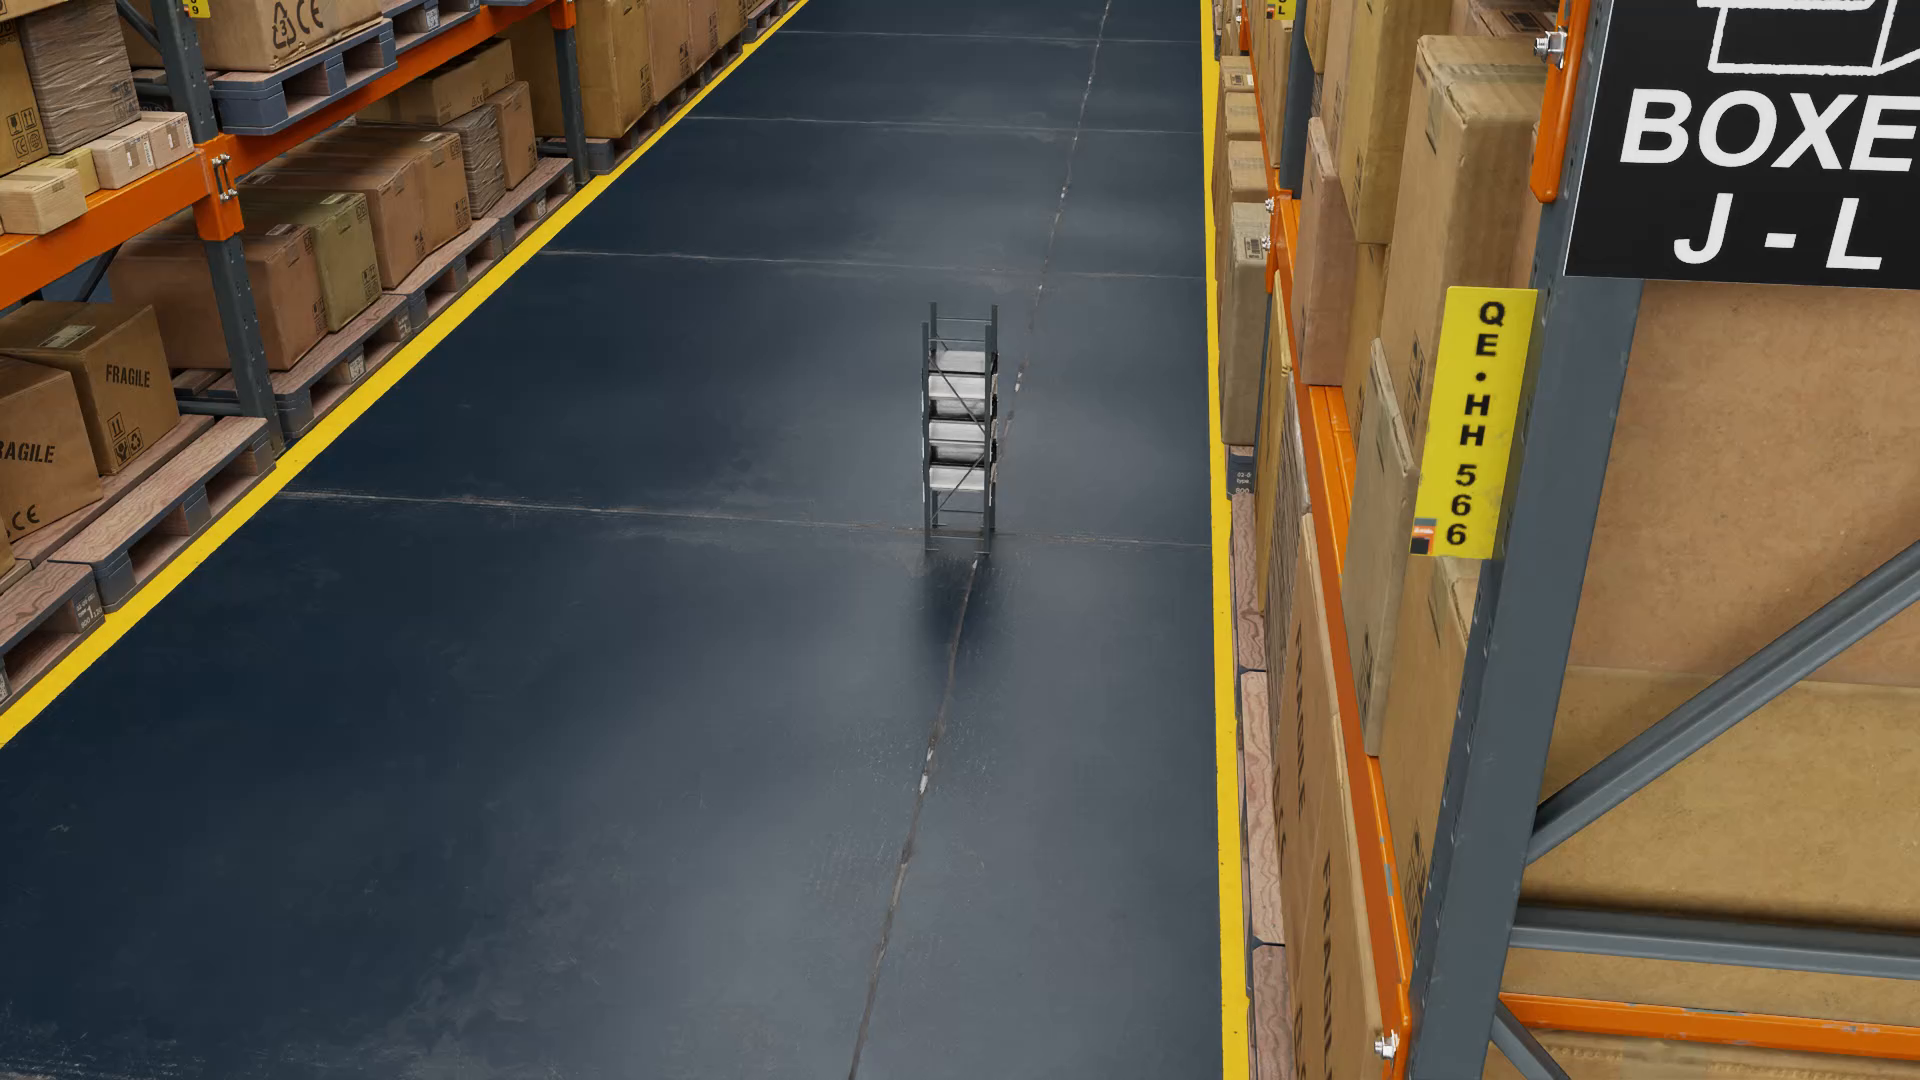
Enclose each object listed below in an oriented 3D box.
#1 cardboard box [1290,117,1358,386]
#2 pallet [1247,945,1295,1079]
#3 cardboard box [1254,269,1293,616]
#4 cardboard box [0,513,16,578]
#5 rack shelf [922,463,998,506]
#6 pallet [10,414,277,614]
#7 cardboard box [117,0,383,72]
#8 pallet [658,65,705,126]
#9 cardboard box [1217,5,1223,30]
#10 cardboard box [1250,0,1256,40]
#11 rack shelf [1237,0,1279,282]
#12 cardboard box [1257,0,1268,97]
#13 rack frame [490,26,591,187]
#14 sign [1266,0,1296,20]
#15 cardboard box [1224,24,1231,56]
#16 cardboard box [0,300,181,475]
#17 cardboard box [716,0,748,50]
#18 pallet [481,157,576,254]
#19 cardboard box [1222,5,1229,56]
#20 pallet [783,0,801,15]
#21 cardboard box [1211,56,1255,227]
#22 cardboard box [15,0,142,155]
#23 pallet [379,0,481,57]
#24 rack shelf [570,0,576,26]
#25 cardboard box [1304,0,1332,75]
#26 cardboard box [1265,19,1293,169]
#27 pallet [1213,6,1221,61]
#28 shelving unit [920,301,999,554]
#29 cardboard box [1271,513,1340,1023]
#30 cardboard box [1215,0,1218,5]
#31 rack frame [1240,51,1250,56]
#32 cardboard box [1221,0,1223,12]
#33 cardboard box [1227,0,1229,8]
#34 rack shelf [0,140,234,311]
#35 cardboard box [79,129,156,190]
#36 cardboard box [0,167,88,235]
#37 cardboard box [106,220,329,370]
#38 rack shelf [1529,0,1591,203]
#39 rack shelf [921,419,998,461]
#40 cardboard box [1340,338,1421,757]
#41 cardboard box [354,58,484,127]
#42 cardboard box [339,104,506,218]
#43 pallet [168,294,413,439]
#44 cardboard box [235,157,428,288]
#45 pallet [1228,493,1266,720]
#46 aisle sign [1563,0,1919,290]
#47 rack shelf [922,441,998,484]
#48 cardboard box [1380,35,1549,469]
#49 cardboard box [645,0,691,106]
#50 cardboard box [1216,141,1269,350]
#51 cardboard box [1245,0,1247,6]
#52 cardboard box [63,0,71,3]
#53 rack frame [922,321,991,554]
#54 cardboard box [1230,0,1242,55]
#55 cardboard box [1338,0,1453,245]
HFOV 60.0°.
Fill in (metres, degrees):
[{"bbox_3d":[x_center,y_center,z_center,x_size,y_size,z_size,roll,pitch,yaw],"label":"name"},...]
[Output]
[{"bbox_3d":[1.337,-0.739,4.301,0.875,0.550,0.550,3,28,6],"label":"cardboard box"},{"bbox_3d":[1.128,1.374,3.476,1.003,0.211,1.213,3,28,6],"label":"pallet"},{"bbox_3d":[1.451,-0.313,5.465,0.875,0.875,0.875,4,29,7],"label":"cardboard box"},{"bbox_3d":[-3.462,-0.023,5.322,0.500,0.500,0.500,1,28,2],"label":"cardboard box"},{"bbox_3d":[0.001,-0.212,6.145,0.258,0.077,0.200,3,28,6],"label":"rack shelf"},{"bbox_3d":[-3.360,-0.145,6.297,1.003,0.211,1.213,3,28,6],"label":"pallet"},{"bbox_3d":[-3.076,-2.506,6.663,1.000,1.000,1.000,4,29,7],"label":"cardboard box"},{"bbox_3d":[-2.499,-3.286,12.126,1.003,0.211,1.213,3,28,6],"label":"pallet"},{"bbox_3d":[2.288,-4.255,13.549,0.380,0.149,0.250,4,29,7],"label":"cardboard box"},{"bbox_3d":[1.643,-2.610,7.826,0.500,0.500,0.500,3,28,6],"label":"cardboard box"},{"bbox_3d":[1.843,-1.980,7.521,1.077,0.370,4.000,3,28,6],"label":"rack shelf"},{"bbox_3d":[1.520,-2.136,6.947,0.500,0.500,0.500,4,29,7],"label":"cardboard box"},{"bbox_3d":[-2.822,-3.574,9.721,1.000,3.000,0.127,3,28,6],"label":"rack frame"},{"bbox_3d":[1.058,-1.857,5.397,0.100,0.325,0.005,3,28,6],"label":"sign"},{"bbox_3d":[2.025,-3.141,11.111,0.500,0.500,0.500,2,28,4],"label":"cardboard box"},{"bbox_3d":[-3.401,-0.589,6.374,0.500,0.500,0.500,3,28,5],"label":"cardboard box"},{"bbox_3d":[-2.391,-4.404,13.059,1.225,0.875,0.875,3,29,6],"label":"cardboard box"},{"bbox_3d":[-2.920,-1.978,9.700,1.003,0.211,1.213,3,28,6],"label":"pallet"},{"bbox_3d":[2.161,-3.624,12.006,0.500,0.500,0.500,5,29,8],"label":"cardboard box"},{"bbox_3d":[-2.014,-5.158,15.602,1.003,0.211,1.213,3,28,6],"label":"pallet"},{"bbox_3d":[1.924,-2.151,9.009,1.050,0.750,0.750,3,28,6],"label":"cardboard box"},{"bbox_3d":[-3.429,-1.658,5.745,0.875,0.500,0.500,3,28,6],"label":"cardboard box"},{"bbox_3d":[-3.024,-2.555,8.033,1.003,0.211,1.213,3,28,6],"label":"pallet"},{"bbox_3d":[-2.577,-4.199,11.639,1.077,0.370,4.000,3,28,6],"label":"rack shelf"},{"bbox_3d":[1.518,-1.725,4.992,0.875,0.550,0.550,3,28,6],"label":"cardboard box"},{"bbox_3d":[1.396,-1.660,6.064,0.500,0.500,0.500,3,28,6],"label":"cardboard box"},{"bbox_3d":[2.625,-4.211,13.845,1.003,0.211,1.213,3,28,6],"label":"pallet"},{"bbox_3d":[0.001,-0.400,6.044,0.258,0.900,0.210,3,28,6],"label":"shelving unit"},{"bbox_3d":[1.231,0.541,3.881,0.875,0.875,0.875,3,28,5],"label":"cardboard box"},{"bbox_3d":[2.415,-4.742,14.453,0.380,0.149,0.250,3,28,6],"label":"cardboard box"},{"bbox_3d":[2.088,-3.238,9.098,1.000,3.000,0.127,3,28,6],"label":"rack frame"},{"bbox_3d":[2.301,-4.348,13.408,0.380,0.149,0.250,4,29,7],"label":"cardboard box"},{"bbox_3d":[2.162,-3.952,11.825,0.500,0.250,0.500,4,29,8],"label":"cardboard box"},{"bbox_3d":[-3.558,-0.433,4.649,1.077,0.370,4.000,3,28,6],"label":"rack shelf"},{"bbox_3d":[-3.087,-1.345,5.849,0.380,0.149,0.250,3,28,6],"label":"cardboard box"},{"bbox_3d":[-3.097,-1.107,5.406,0.380,0.149,0.250,3,28,6],"label":"cardboard box"},{"bbox_3d":[-3.216,-1.072,7.249,0.700,0.500,0.500,1,28,2],"label":"cardboard box"},{"bbox_3d":[1.353,-1.418,3.315,1.077,0.370,4.000,3,28,6],"label":"rack shelf"},{"bbox_3d":[0.001,-0.371,6.059,0.258,0.077,0.200,3,28,6],"label":"rack shelf"},{"bbox_3d":[1.154,0.024,2.884,0.875,0.550,0.550,3,28,6],"label":"cardboard box"},{"bbox_3d":[-2.930,-2.430,8.979,0.500,0.250,0.500,7,29,12],"label":"cardboard box"},{"bbox_3d":[-2.940,-2.089,9.136,0.700,0.500,0.500,1,28,2],"label":"cardboard box"},{"bbox_3d":[-3.219,-0.830,7.568,1.003,0.211,1.213,3,28,6],"label":"pallet"},{"bbox_3d":[-3.071,-1.559,8.152,0.700,0.500,0.500,1,28,2],"label":"cardboard box"},{"bbox_3d":[1.427,0.226,5.608,1.003,0.211,1.213,3,28,6],"label":"pallet"},{"bbox_3d":[0.801,-0.601,1.462,0.394,0.787,0.004,3,28,6],"label":"aisle sign"},{"bbox_3d":[0.001,-0.291,6.102,0.258,0.077,0.200,3,28,6],"label":"rack shelf"},{"bbox_3d":[1.167,-0.450,2.627,0.875,0.550,0.550,3,28,6],"label":"cardboard box"},{"bbox_3d":[-2.600,-3.566,11.504,1.225,0.875,0.875,3,29,6],"label":"cardboard box"},{"bbox_3d":[1.707,-1.301,7.431,1.050,0.750,0.750,3,28,6],"label":"cardboard box"},{"bbox_3d":[1.765,-3.086,8.711,0.500,0.500,0.500,4,29,7],"label":"cardboard box"},{"bbox_3d":[-3.094,-2.078,5.472,0.500,0.500,0.500,3,28,6],"label":"cardboard box"},{"bbox_3d":[-0.011,-0.352,5.955,0.240,0.900,0.006,3,28,6],"label":"rack frame"},{"bbox_3d":[1.963,-3.228,10.481,0.500,0.250,0.500,4,29,7],"label":"cardboard box"},{"bbox_3d":[1.307,-0.963,3.578,0.875,0.550,0.500,3,28,6],"label":"cardboard box"}]
